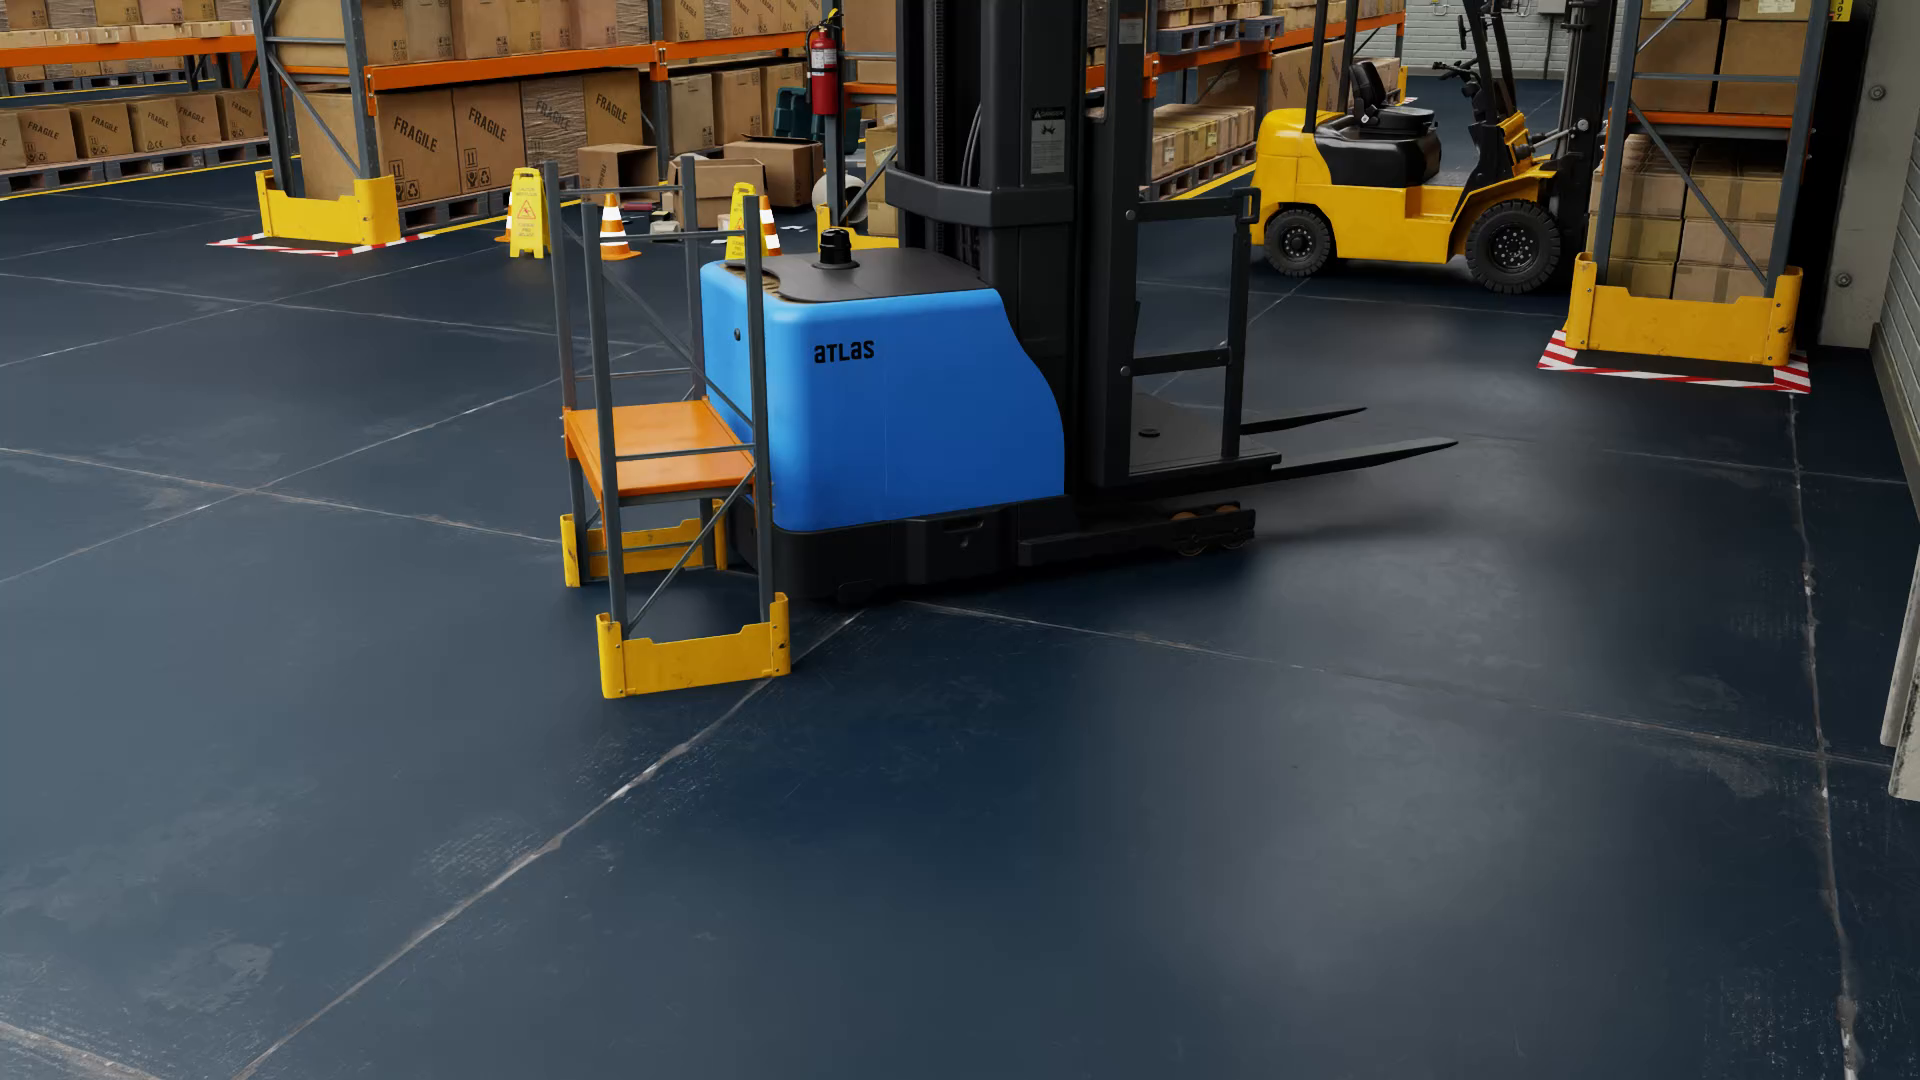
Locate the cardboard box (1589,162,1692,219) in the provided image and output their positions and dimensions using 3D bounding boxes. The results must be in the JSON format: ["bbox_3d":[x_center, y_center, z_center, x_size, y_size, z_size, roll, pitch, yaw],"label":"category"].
[{"bbox_3d":[4.000,-2.060,9.769,0.500,0.250,0.500,9,22,25],"label":"cardboard box"}]

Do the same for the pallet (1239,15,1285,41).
[{"bbox_3d":[2.647,-5.305,17.197,1.213,0.211,1.003,9,21,23],"label":"pallet"}]

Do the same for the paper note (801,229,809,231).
[{"bbox_3d":[-1.271,-2.524,13.552,0.032,0.001,0.123,9,21,23],"label":"paper note"}]

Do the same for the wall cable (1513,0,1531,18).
[{"bbox_3d":[9.704,-10.088,28.843,0.588,1.984,0.122,9,21,23],"label":"wall cable"}]

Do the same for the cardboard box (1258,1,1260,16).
[{"bbox_3d":[2.878,-5.483,17.159,0.380,0.149,0.250,9,21,24],"label":"cardboard box"}]

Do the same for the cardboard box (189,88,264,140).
[{"bbox_3d":[-8.038,-4.669,18.223,0.500,0.500,0.500,8,21,21],"label":"cardboard box"}]

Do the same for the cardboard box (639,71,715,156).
[{"bbox_3d":[-3.181,-4.394,17.078,1.050,0.750,0.750,8,21,22],"label":"cardboard box"}]

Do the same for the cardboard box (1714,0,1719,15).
[{"bbox_3d":[4.334,-3.227,9.950,0.380,0.149,0.250,8,21,22],"label":"cardboard box"}]

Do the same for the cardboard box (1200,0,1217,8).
[{"bbox_3d":[2.077,-5.197,15.386,0.500,0.500,0.500,8,21,22],"label":"cardboard box"}]

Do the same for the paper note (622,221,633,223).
[{"bbox_3d":[-2.818,-2.665,13.919,0.144,0.017,0.142,18,26,41],"label":"paper note"}]

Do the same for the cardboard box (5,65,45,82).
[{"bbox_3d":[-14.788,-7.478,26.093,0.500,0.500,0.500,10,22,25],"label":"cardboard box"}]

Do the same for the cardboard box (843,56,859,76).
[{"bbox_3d":[-1.212,-5.828,20.363,0.500,0.250,0.500,8,21,20],"label":"cardboard box"}]

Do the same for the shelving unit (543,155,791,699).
[{"bbox_3d":[-0.985,-0.421,5.413,0.587,1.500,1.083,-7,21,-18],"label":"shelving unit"}]

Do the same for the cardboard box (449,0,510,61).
[{"bbox_3d":[-4.332,-4.346,13.990,0.875,0.550,0.550,9,21,23],"label":"cardboard box"}]

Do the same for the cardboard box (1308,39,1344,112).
[{"bbox_3d":[4.299,-5.847,20.978,0.875,0.875,0.875,9,22,24],"label":"cardboard box"}]

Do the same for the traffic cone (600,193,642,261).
[{"bbox_3d":[-2.587,-2.344,12.370,0.336,0.463,0.334,9,21,23],"label":"traffic cone"}]

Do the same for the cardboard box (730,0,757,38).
[{"bbox_3d":[-2.480,-5.532,17.397,0.500,0.500,0.500,8,21,22],"label":"cardboard box"}]

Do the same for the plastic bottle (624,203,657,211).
[{"bbox_3d":[-2.793,-2.924,14.598,0.283,0.061,0.133,1,20,4],"label":"plastic bottle"}]

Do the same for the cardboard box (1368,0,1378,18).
[{"bbox_3d":[5.330,-7.310,22.398,0.500,0.500,0.500,9,21,23],"label":"cardboard box"}]

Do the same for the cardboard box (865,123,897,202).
[{"bbox_3d":[-0.344,-2.719,11.995,0.500,0.500,0.500,9,21,23],"label":"cardboard box"}]

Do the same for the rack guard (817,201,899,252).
[{"bbox_3d":[-0.403,-2.028,11.426,1.175,0.500,0.348,9,21,23],"label":"rack guard"}]

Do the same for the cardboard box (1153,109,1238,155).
[{"bbox_3d":[2.306,-4.190,17.069,0.950,0.372,0.625,8,21,22],"label":"cardboard box"}]

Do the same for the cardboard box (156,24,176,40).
[{"bbox_3d":[-8.214,-5.166,16.892,0.380,0.149,0.250,9,21,23],"label":"cardboard box"}]

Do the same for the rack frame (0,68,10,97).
[{"bbox_3d":[-15.235,-8.348,25.467,1.000,3.000,0.127,9,21,23],"label":"rack frame"}]

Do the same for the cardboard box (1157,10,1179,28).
[{"bbox_3d":[1.718,-4.611,14.705,0.380,0.149,0.250,9,21,23],"label":"cardboard box"}]

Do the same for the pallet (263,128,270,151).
[{"bbox_3d":[-7.520,-4.690,19.340,1.003,0.211,1.213,9,21,23],"label":"pallet"}]

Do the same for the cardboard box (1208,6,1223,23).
[{"bbox_3d":[2.277,-5.005,15.814,0.380,0.149,0.250,9,22,25],"label":"cardboard box"}]

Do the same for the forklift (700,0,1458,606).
[{"bbox_3d":[0.572,-1.469,6.227,3.031,2.935,1.130,-9,21,-23],"label":"forklift"}]

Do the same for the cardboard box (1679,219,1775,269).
[{"bbox_3d":[4.478,-1.756,9.660,0.500,0.250,0.500,9,21,24],"label":"cardboard box"}]

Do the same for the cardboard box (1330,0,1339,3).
[{"bbox_3d":[4.323,-6.694,20.293,0.500,0.250,0.500,9,22,24],"label":"cardboard box"}]

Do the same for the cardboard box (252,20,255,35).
[{"bbox_3d":[-7.657,-5.541,17.947,0.380,0.149,0.250,9,21,23],"label":"cardboard box"}]

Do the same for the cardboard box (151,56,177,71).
[{"bbox_3d":[-13.748,-8.261,28.294,0.500,0.500,0.500,9,21,23],"label":"cardboard box"}]

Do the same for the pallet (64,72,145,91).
[{"bbox_3d":[-14.394,-7.629,27.606,1.003,0.211,1.213,9,21,23],"label":"pallet"}]

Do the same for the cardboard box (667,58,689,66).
[{"bbox_3d":[-4.805,-7.209,24.808,1.225,0.875,0.875,9,21,23],"label":"cardboard box"}]

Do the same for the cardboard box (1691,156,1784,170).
[{"bbox_3d":[4.667,-2.150,10.023,0.500,0.250,0.500,9,21,23],"label":"cardboard box"}]

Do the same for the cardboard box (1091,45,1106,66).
[{"bbox_3d":[0.937,-3.836,13.153,0.380,0.149,0.250,8,21,22],"label":"cardboard box"}]

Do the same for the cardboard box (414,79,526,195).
[{"bbox_3d":[-4.416,-3.513,14.416,0.875,0.875,0.875,8,21,22],"label":"cardboard box"}]

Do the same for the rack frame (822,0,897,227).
[{"bbox_3d":[-0.434,-3.183,10.942,1.000,3.000,0.127,9,21,23],"label":"rack frame"}]

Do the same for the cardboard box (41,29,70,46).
[{"bbox_3d":[-8.713,-4.781,15.812,0.380,0.149,0.250,9,21,23],"label":"cardboard box"}]

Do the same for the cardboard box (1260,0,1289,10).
[{"bbox_3d":[3.275,-5.914,18.100,0.500,0.250,0.500,8,21,22],"label":"cardboard box"}]

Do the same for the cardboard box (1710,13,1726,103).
[{"bbox_3d":[4.279,-2.894,9.980,0.500,0.500,0.500,9,22,24],"label":"cardboard box"}]

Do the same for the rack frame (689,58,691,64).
[{"bbox_3d":[-4.561,-8.211,25.080,1.000,3.000,0.127,9,21,23],"label":"rack frame"}]

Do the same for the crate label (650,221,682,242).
[{"bbox_3d":[-2.322,-2.440,13.124,0.250,0.136,0.298,-2,20,-5],"label":"crate label"}]

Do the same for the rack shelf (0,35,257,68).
[{"bbox_3d":[-8.656,-4.815,16.605,1.077,0.370,4.000,9,21,23],"label":"rack shelf"}]

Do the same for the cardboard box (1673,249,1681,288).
[{"bbox_3d":[4.212,-1.743,10.370,0.500,0.250,0.500,9,21,23],"label":"cardboard box"}]

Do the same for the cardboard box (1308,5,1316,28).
[{"bbox_3d":[3.885,-6.143,19.489,0.500,0.250,0.500,9,21,23],"label":"cardboard box"}]

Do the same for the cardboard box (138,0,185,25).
[{"bbox_3d":[-8.428,-5.509,16.889,0.875,0.500,0.500,9,21,23],"label":"cardboard box"}]

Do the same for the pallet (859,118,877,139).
[{"bbox_3d":[-1.394,-5.201,20.779,1.003,0.211,1.213,9,21,23],"label":"pallet"}]

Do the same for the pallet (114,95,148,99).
[{"bbox_3d":[-11.071,-6.122,23.369,1.003,0.211,1.213,9,21,23],"label":"pallet"}]

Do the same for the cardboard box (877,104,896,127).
[{"bbox_3d":[-0.432,-3.820,15.333,0.500,0.500,0.500,9,21,23],"label":"cardboard box"}]

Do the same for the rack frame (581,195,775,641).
[{"bbox_3d":[-0.817,-0.257,4.952,0.500,1.500,0.032,-7,21,-18],"label":"rack frame"}]

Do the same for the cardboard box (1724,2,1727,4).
[{"bbox_3d":[5.314,-3.673,12.170,0.500,0.500,0.500,8,21,21],"label":"cardboard box"}]

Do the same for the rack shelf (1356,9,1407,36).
[{"bbox_3d":[5.299,-7.123,23.096,1.077,0.370,4.000,9,21,23],"label":"rack shelf"}]

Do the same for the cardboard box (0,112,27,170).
[{"bbox_3d":[-9.204,-3.751,15.644,0.500,0.500,0.500,13,23,33],"label":"cardboard box"}]
